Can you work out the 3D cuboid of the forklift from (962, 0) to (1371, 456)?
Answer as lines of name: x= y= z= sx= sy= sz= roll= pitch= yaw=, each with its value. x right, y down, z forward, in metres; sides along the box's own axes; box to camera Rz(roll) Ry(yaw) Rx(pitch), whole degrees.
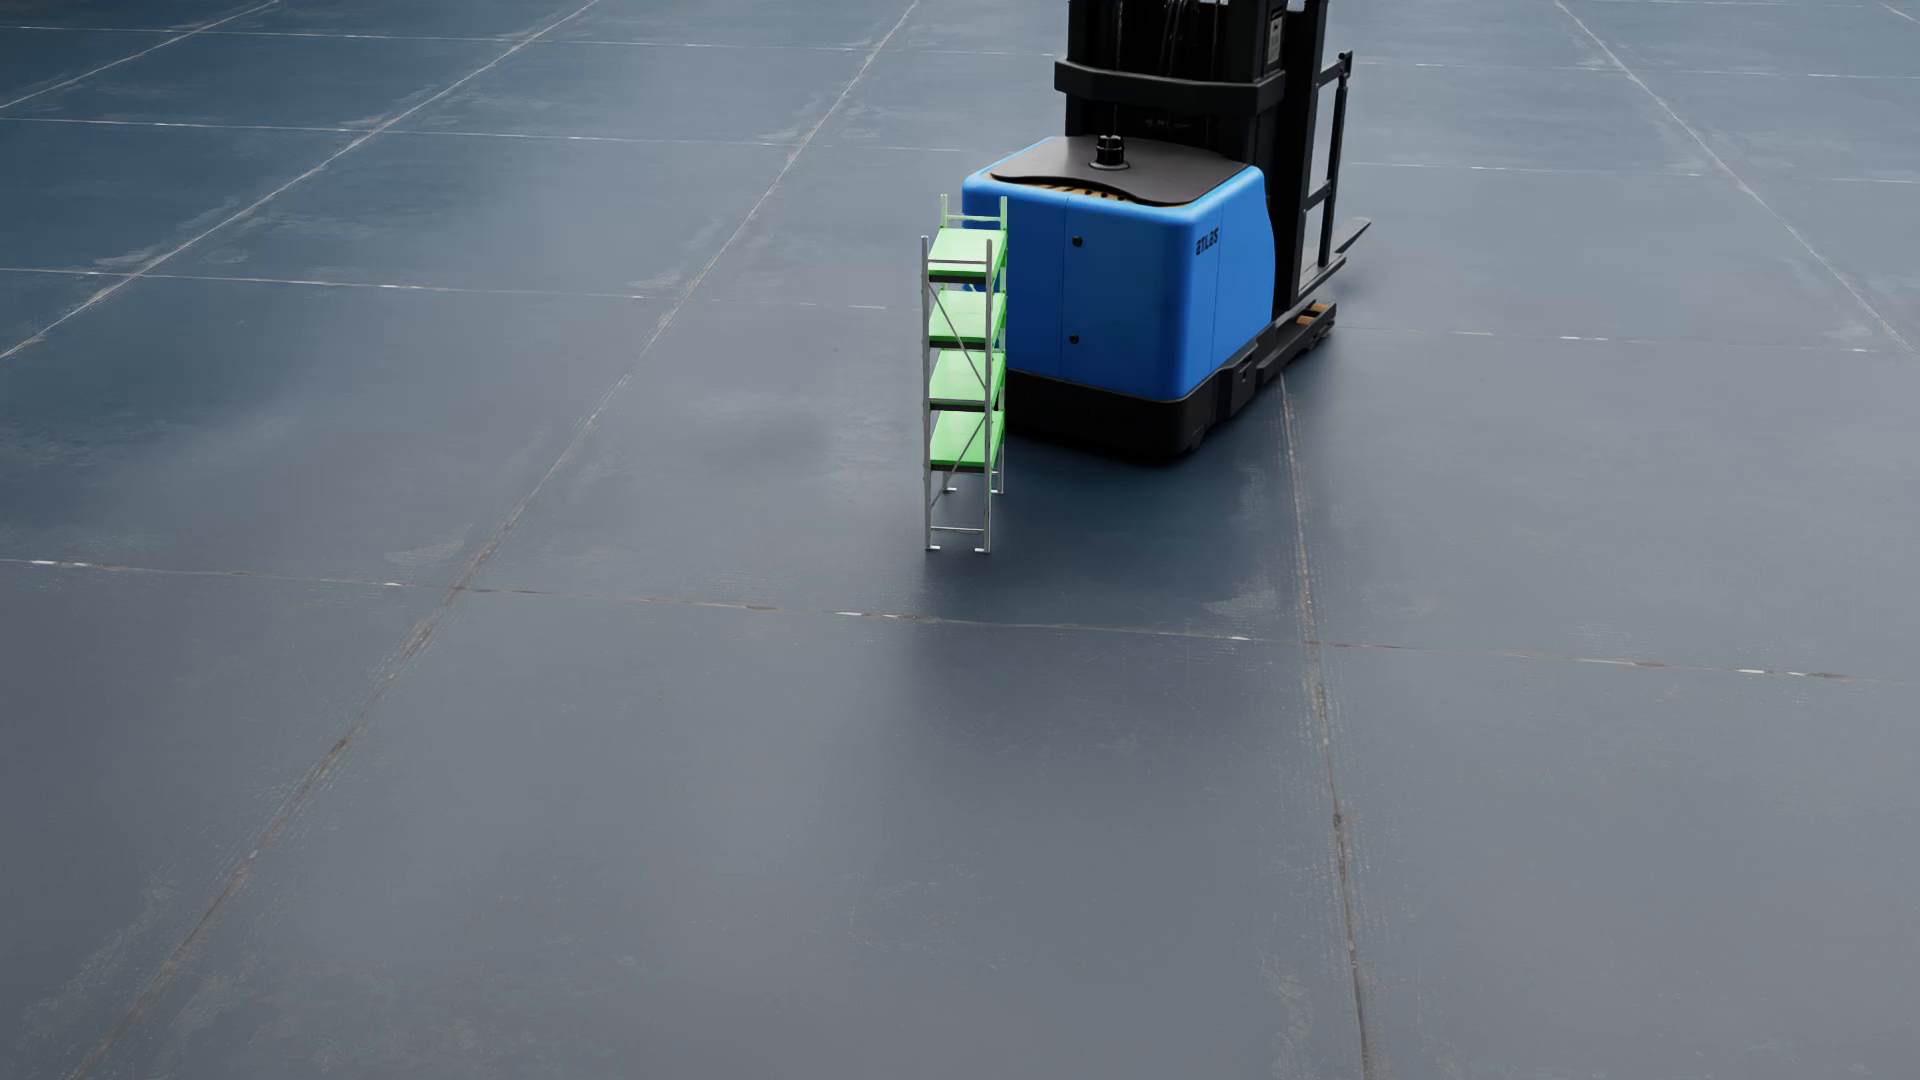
forklift: x=1.170 y=-2.292 z=7.414 sx=1.130 sy=2.935 sz=3.031 roll=15 pitch=32 yaw=26

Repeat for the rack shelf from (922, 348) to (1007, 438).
rack shelf: x=0.020 y=-0.550 z=6.140 sx=0.258 sy=0.148 sz=0.480 roll=3 pitch=28 yaw=6

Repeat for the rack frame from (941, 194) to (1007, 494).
rack frame: x=0.050 y=-0.721 z=6.323 sx=0.240 sy=1.200 sz=0.015 roll=3 pitch=28 yaw=6

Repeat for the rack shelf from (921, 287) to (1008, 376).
rack shelf: x=0.020 y=-0.761 z=6.027 sx=0.258 sy=0.148 sz=0.480 roll=3 pitch=28 yaw=6

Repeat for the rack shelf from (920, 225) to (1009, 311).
rack shelf: x=0.020 y=-0.972 z=5.913 sx=0.258 sy=0.148 sz=0.480 roll=3 pitch=28 yaw=6

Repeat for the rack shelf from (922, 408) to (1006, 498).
rack shelf: x=0.020 y=-0.339 z=6.254 sx=0.258 sy=0.148 sz=0.480 roll=3 pitch=28 yaw=6

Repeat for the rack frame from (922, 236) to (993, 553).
rack frame: x=-0.010 y=-0.491 z=5.897 sx=0.240 sy=1.200 sz=0.015 roll=3 pitch=28 yaw=6

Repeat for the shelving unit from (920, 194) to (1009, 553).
shelving unit: x=0.020 y=-0.606 z=6.110 sx=0.258 sy=1.200 sz=0.503 roll=3 pitch=28 yaw=6
